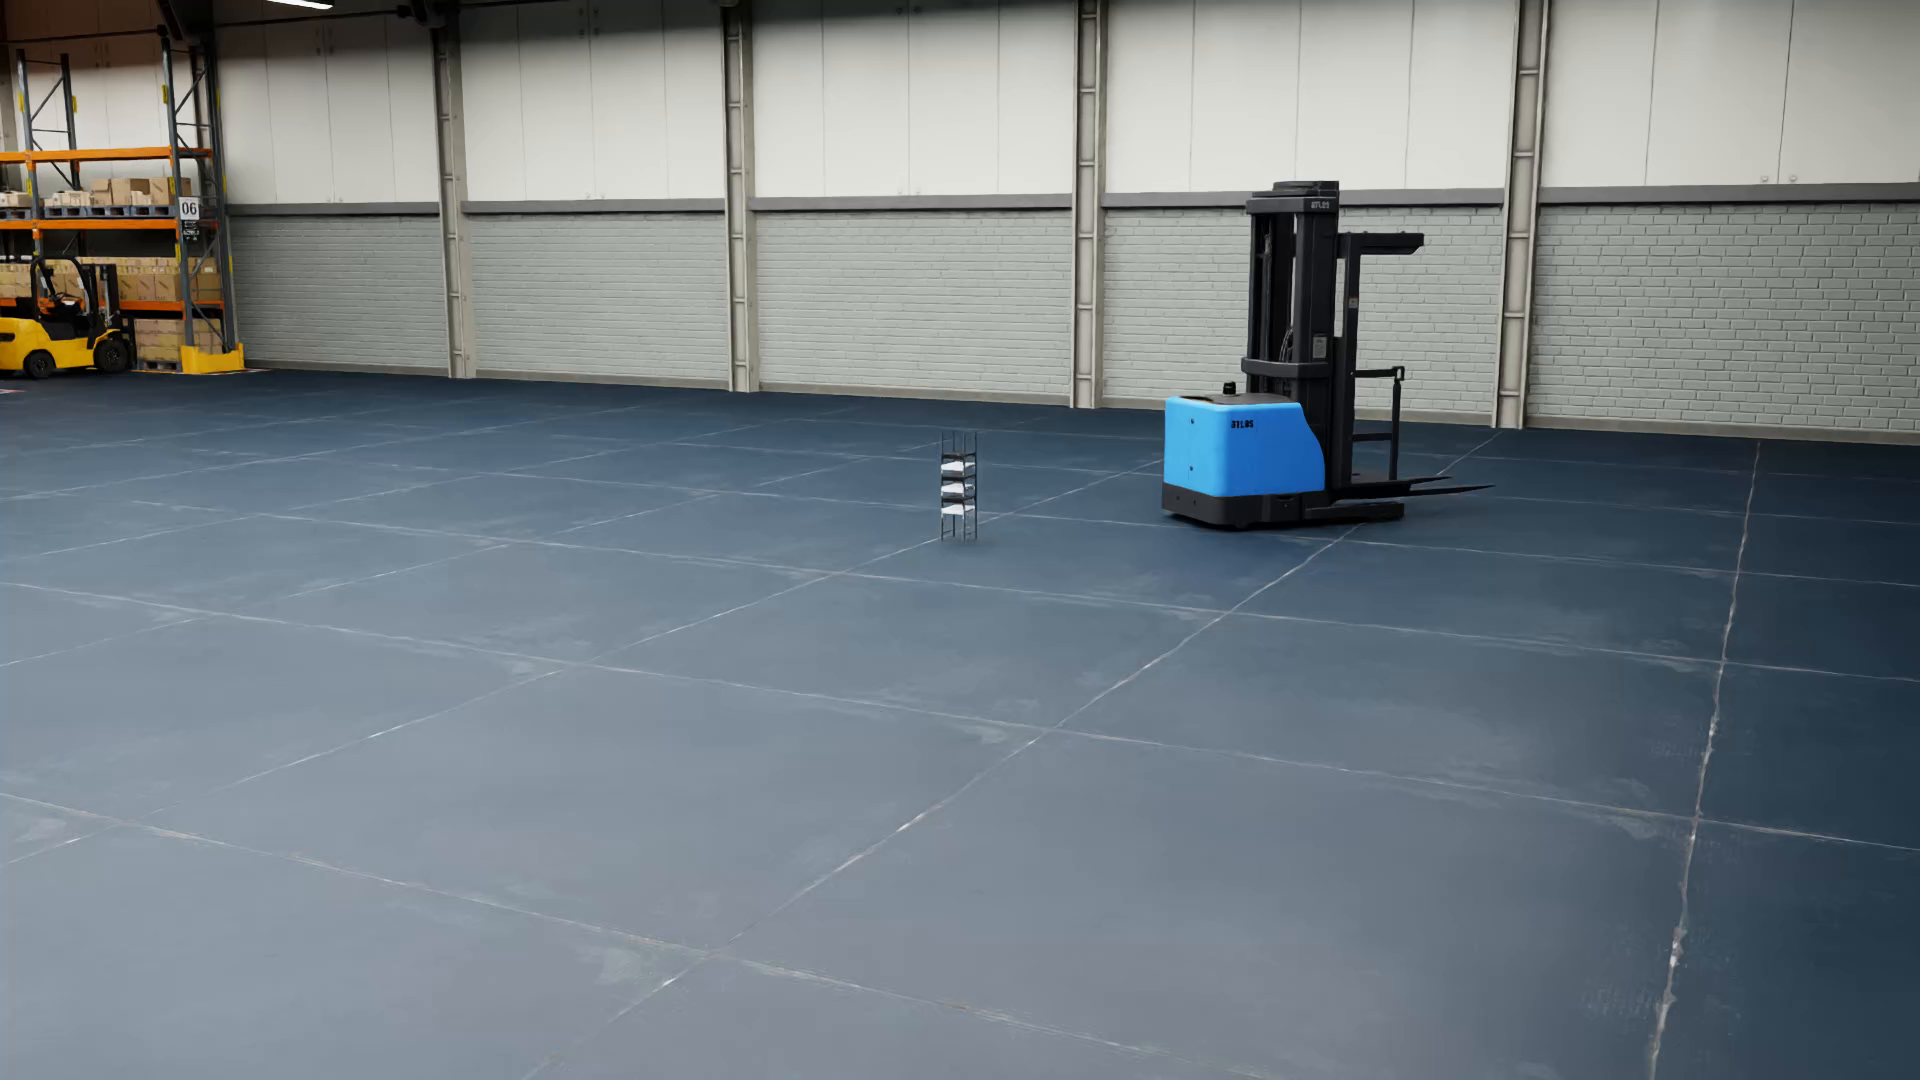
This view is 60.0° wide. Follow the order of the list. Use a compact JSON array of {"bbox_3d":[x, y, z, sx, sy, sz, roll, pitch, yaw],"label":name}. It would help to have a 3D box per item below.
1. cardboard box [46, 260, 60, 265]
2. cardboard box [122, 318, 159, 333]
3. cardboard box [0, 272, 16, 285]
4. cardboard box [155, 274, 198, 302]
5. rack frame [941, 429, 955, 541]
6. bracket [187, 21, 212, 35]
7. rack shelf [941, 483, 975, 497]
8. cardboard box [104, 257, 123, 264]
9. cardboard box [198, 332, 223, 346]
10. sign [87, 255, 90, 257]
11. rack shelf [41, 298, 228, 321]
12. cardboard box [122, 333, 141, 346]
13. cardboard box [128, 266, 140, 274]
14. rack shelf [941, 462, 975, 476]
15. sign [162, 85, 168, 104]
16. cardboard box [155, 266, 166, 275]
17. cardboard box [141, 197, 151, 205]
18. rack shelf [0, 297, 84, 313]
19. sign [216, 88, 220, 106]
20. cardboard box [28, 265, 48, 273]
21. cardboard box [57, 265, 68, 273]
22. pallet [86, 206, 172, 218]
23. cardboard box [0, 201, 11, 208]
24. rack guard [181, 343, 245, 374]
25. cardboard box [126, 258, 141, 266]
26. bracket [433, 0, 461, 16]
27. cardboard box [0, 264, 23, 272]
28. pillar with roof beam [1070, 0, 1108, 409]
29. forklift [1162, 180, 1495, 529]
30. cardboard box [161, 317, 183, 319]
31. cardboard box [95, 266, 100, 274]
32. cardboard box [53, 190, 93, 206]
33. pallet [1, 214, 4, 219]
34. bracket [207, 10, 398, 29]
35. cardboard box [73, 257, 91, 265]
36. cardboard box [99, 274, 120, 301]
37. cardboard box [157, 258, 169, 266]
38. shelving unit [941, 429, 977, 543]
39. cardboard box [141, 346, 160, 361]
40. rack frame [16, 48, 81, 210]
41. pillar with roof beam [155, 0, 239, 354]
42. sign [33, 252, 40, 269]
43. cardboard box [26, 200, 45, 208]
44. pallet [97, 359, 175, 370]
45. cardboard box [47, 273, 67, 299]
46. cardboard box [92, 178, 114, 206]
[{"bbox_3d":[-17.489,-5.413,32.279,0.250,0.149,0.380,5,12,27],"label":"cardboard box"},{"bbox_3d":[-15.525,-4.065,31.503,0.500,0.250,0.500,5,11,27],"label":"cardboard box"},{"bbox_3d":[-18.662,-5.180,32.947,0.500,0.250,0.500,5,11,24],"label":"cardboard box"},{"bbox_3d":[-14.614,-4.702,31.005,0.500,0.500,0.500,5,11,25],"label":"cardboard box"},{"bbox_3d":[-0.098,-0.451,13.698,0.006,0.900,0.240,5,11,26],"label":"rack frame"},{"bbox_3d":[-14.067,-9.488,30.781,0.430,0.232,0.235,5,11,26],"label":"bracket"},{"bbox_3d":[-0.007,-0.411,13.660,0.200,0.077,0.258,5,11,26],"label":"rack shelf"},{"bbox_3d":[-16.067,-5.307,31.695,0.250,0.149,0.380,5,11,26],"label":"cardboard box"},{"bbox_3d":[-14.386,-3.825,31.582,0.500,0.250,0.500,5,12,27],"label":"cardboard box"},{"bbox_3d":[-17.400,-5.524,33.179,0.005,0.325,0.100,5,11,26],"label":"sign"},{"bbox_3d":[-15.850,-4.459,31.966,4.000,0.370,1.077,5,11,26],"label":"rack shelf"},{"bbox_3d":[-15.549,-3.822,31.564,0.500,0.250,0.500,5,11,25],"label":"cardboard box"},{"bbox_3d":[-15.417,-5.087,31.313,0.250,0.149,0.380,5,11,24],"label":"cardboard box"},{"bbox_3d":[-0.007,-0.588,13.627,0.200,0.077,0.258,5,11,26],"label":"rack shelf"},{"bbox_3d":[-14.310,-8.021,29.934,0.005,0.325,0.100,5,11,26],"label":"sign"},{"bbox_3d":[-14.734,-5.022,30.953,0.250,0.149,0.380,5,12,27],"label":"cardboard box"},{"bbox_3d":[-14.934,-6.281,30.833,0.250,0.149,0.380,5,11,24],"label":"cardboard box"},{"bbox_3d":[-19.437,-4.774,33.707,4.000,0.370,1.077,5,11,26],"label":"rack shelf"},{"bbox_3d":[-13.806,-8.233,30.887,0.005,0.325,0.100,5,11,26],"label":"sign"},{"bbox_3d":[-18.048,-5.331,32.659,0.250,0.149,0.380,5,12,28],"label":"cardboard box"},{"bbox_3d":[-17.241,-5.252,32.224,0.250,0.149,0.380,5,12,27],"label":"cardboard box"},{"bbox_3d":[-15.777,-6.244,31.632,1.213,0.211,1.003,5,11,26],"label":"pallet"},{"bbox_3d":[-18.764,-6.617,32.692,0.250,0.149,0.380,5,11,26],"label":"cardboard box"},{"bbox_3d":[-14.035,-3.424,31.243,0.348,0.500,1.175,5,11,26],"label":"rack guard"},{"bbox_3d":[-15.426,-5.230,31.267,0.250,0.149,0.380,5,12,27],"label":"cardboard box"},{"bbox_3d":[-8.686,-9.015,28.168,0.430,0.232,0.235,5,11,26],"label":"bracket"},{"bbox_3d":[-18.779,-5.375,32.906,0.250,0.149,0.380,5,11,24],"label":"cardboard box"},{"bbox_3d":[-0.045,-5.700,19.959,0.400,9.000,9.100,5,11,26],"label":"pillar with roof beam"},{"bbox_3d":[3.378,-1.679,14.779,3.031,2.935,1.130,-4,11,-21],"label":"forklift"},{"bbox_3d":[-14.854,-4.108,31.740,0.500,0.250,0.500,5,11,26],"label":"cardboard box"},{"bbox_3d":[-16.339,-5.167,31.752,0.250,0.149,0.380,5,11,24],"label":"cardboard box"},{"bbox_3d":[-17.006,-6.554,31.890,0.500,0.311,0.500,5,12,27],"label":"cardboard box"},{"bbox_3d":[-19.579,-6.542,33.563,1.213,0.211,1.003,6,12,28],"label":"pallet"},{"bbox_3d":[-11.741,-9.284,29.652,4.783,0.066,0.076,5,11,26],"label":"bracket"},{"bbox_3d":[-16.797,-5.351,31.939,0.250,0.149,0.380,5,12,27],"label":"cardboard box"},{"bbox_3d":[-15.991,-4.822,31.671,0.500,0.500,0.500,5,11,26],"label":"cardboard box"},{"bbox_3d":[-14.706,-5.179,30.988,0.250,0.149,0.380,5,11,26],"label":"cardboard box"},{"bbox_3d":[-0.007,-0.443,13.654,0.210,0.900,0.258,5,11,26],"label":"shelving unit"},{"bbox_3d":[-15.060,-3.536,31.389,0.500,0.250,0.500,5,11,26],"label":"cardboard box"},{"bbox_3d":[-17.644,-7.923,32.238,0.127,3.000,1.000,5,11,26],"label":"rack frame"},{"bbox_3d":[-16.187,-7.119,27.796,0.548,9.000,9.100,5,11,26],"label":"pillar with roof beam"},{"bbox_3d":[-17.875,-5.414,32.193,0.005,0.325,0.100,5,11,26],"label":"sign"},{"bbox_3d":[-18.318,-6.677,33.024,0.250,0.149,0.380,5,11,26],"label":"cardboard box"},{"bbox_3d":[-15.851,-3.433,32.108,1.213,0.211,1.003,5,11,26],"label":"pallet"},{"bbox_3d":[-17.361,-4.943,32.340,0.500,0.500,0.500,5,11,24],"label":"cardboard box"},{"bbox_3d":[-15.943,-6.583,31.509,0.637,0.503,0.797,5,12,28],"label":"cardboard box"}]
